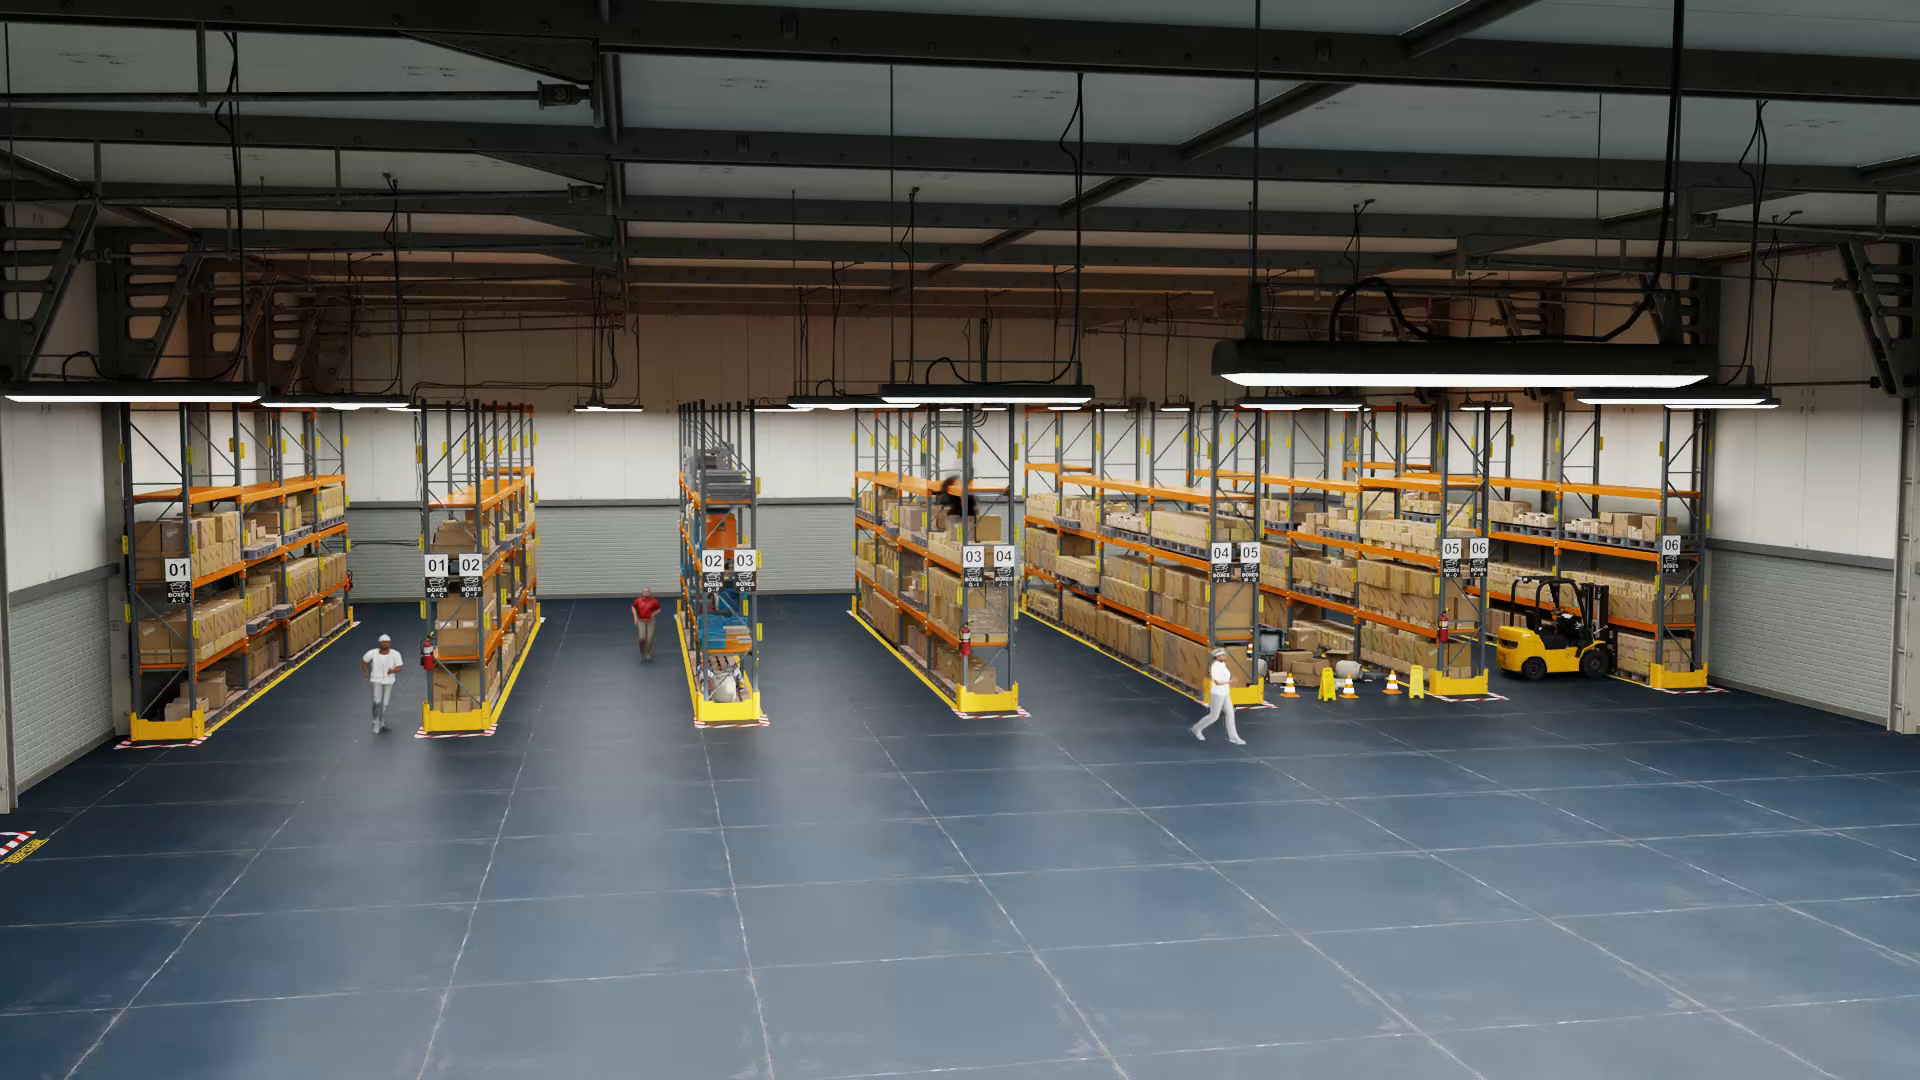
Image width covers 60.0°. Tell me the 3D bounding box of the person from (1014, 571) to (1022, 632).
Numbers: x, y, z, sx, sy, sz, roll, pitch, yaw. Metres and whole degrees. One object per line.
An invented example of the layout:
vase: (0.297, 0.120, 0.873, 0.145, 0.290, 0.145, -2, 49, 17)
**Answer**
person: (1.375, 1.563, 44.236, 0.580, 1.714, 0.773, 0, 4, -3)

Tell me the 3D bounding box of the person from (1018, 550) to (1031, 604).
person: (2.017, 1.124, 49.947, 0.615, 1.666, 0.749, -1, 4, -9)

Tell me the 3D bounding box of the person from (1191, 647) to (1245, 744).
person: (4.490, 2.682, 28.823, 0.939, 1.682, 0.576, 2, 5, 26)

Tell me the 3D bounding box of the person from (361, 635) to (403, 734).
person: (-10.436, 2.598, 30.081, 0.681, 1.793, 0.711, -2, 5, -25)

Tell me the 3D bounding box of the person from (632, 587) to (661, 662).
person: (-7.264, 1.975, 38.593, 0.653, 1.756, 0.715, -1, 4, -13)
